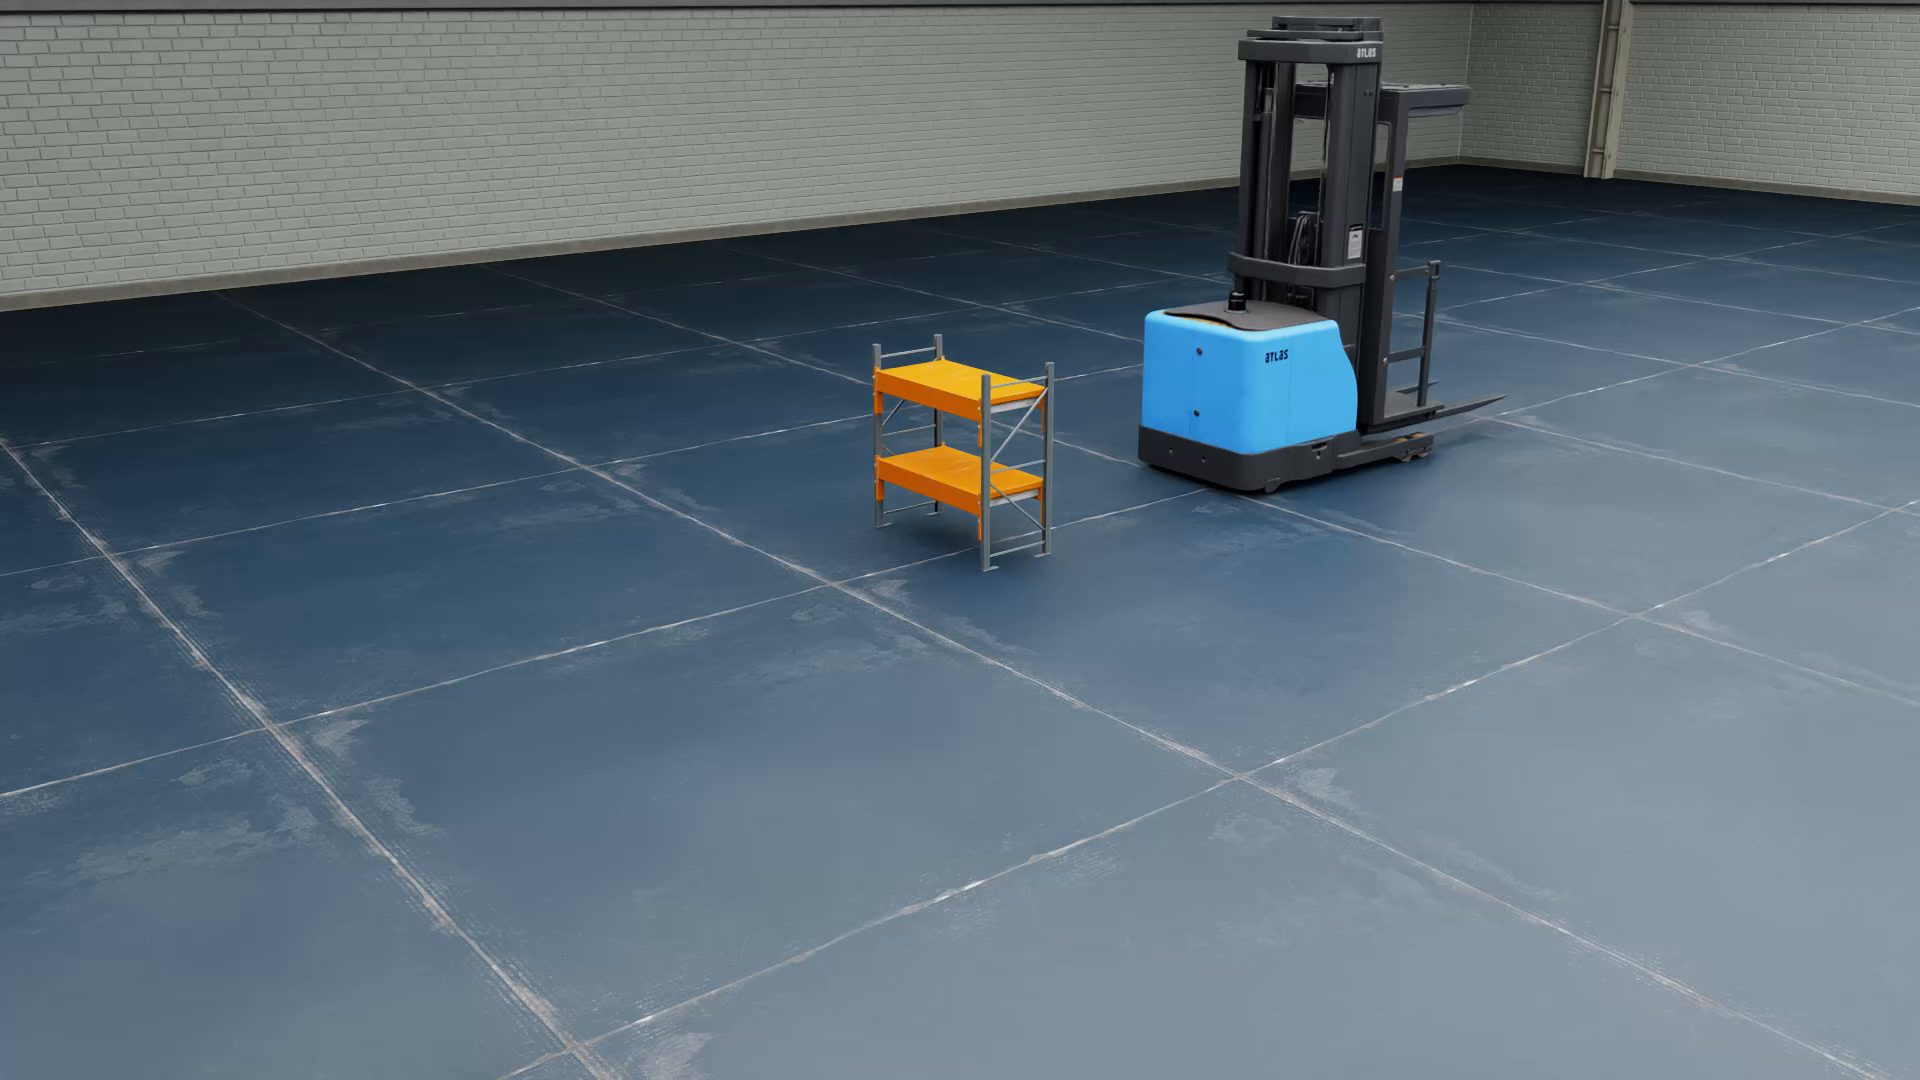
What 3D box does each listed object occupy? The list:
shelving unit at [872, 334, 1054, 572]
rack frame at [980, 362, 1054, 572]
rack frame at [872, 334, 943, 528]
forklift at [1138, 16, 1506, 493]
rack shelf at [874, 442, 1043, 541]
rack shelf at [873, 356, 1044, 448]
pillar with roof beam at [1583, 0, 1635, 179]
[{"bbox_3d":[0.004,-0.532,9.681,0.538,1.125,1.048,-14,23,-36],"label":"shelving unit"},{"bbox_3d":[0.320,-0.407,9.302,0.500,1.125,0.032,-14,23,-36],"label":"rack frame"},{"bbox_3d":[-0.311,-0.658,10.059,0.500,1.125,0.032,-14,23,-36],"label":"rack frame"},{"bbox_3d":[2.682,-2.047,11.381,3.031,2.935,1.130,-14,23,-36],"label":"forklift"},{"bbox_3d":[0.004,-0.300,9.758,0.538,0.278,1.000,-14,23,-36],"label":"rack shelf"},{"bbox_3d":[0.004,-0.810,9.589,0.538,0.278,1.000,-14,23,-36],"label":"rack shelf"},{"bbox_3d":[7.721,-9.735,24.946,9.100,9.000,0.400,-14,23,-36],"label":"pillar with roof beam"}]
